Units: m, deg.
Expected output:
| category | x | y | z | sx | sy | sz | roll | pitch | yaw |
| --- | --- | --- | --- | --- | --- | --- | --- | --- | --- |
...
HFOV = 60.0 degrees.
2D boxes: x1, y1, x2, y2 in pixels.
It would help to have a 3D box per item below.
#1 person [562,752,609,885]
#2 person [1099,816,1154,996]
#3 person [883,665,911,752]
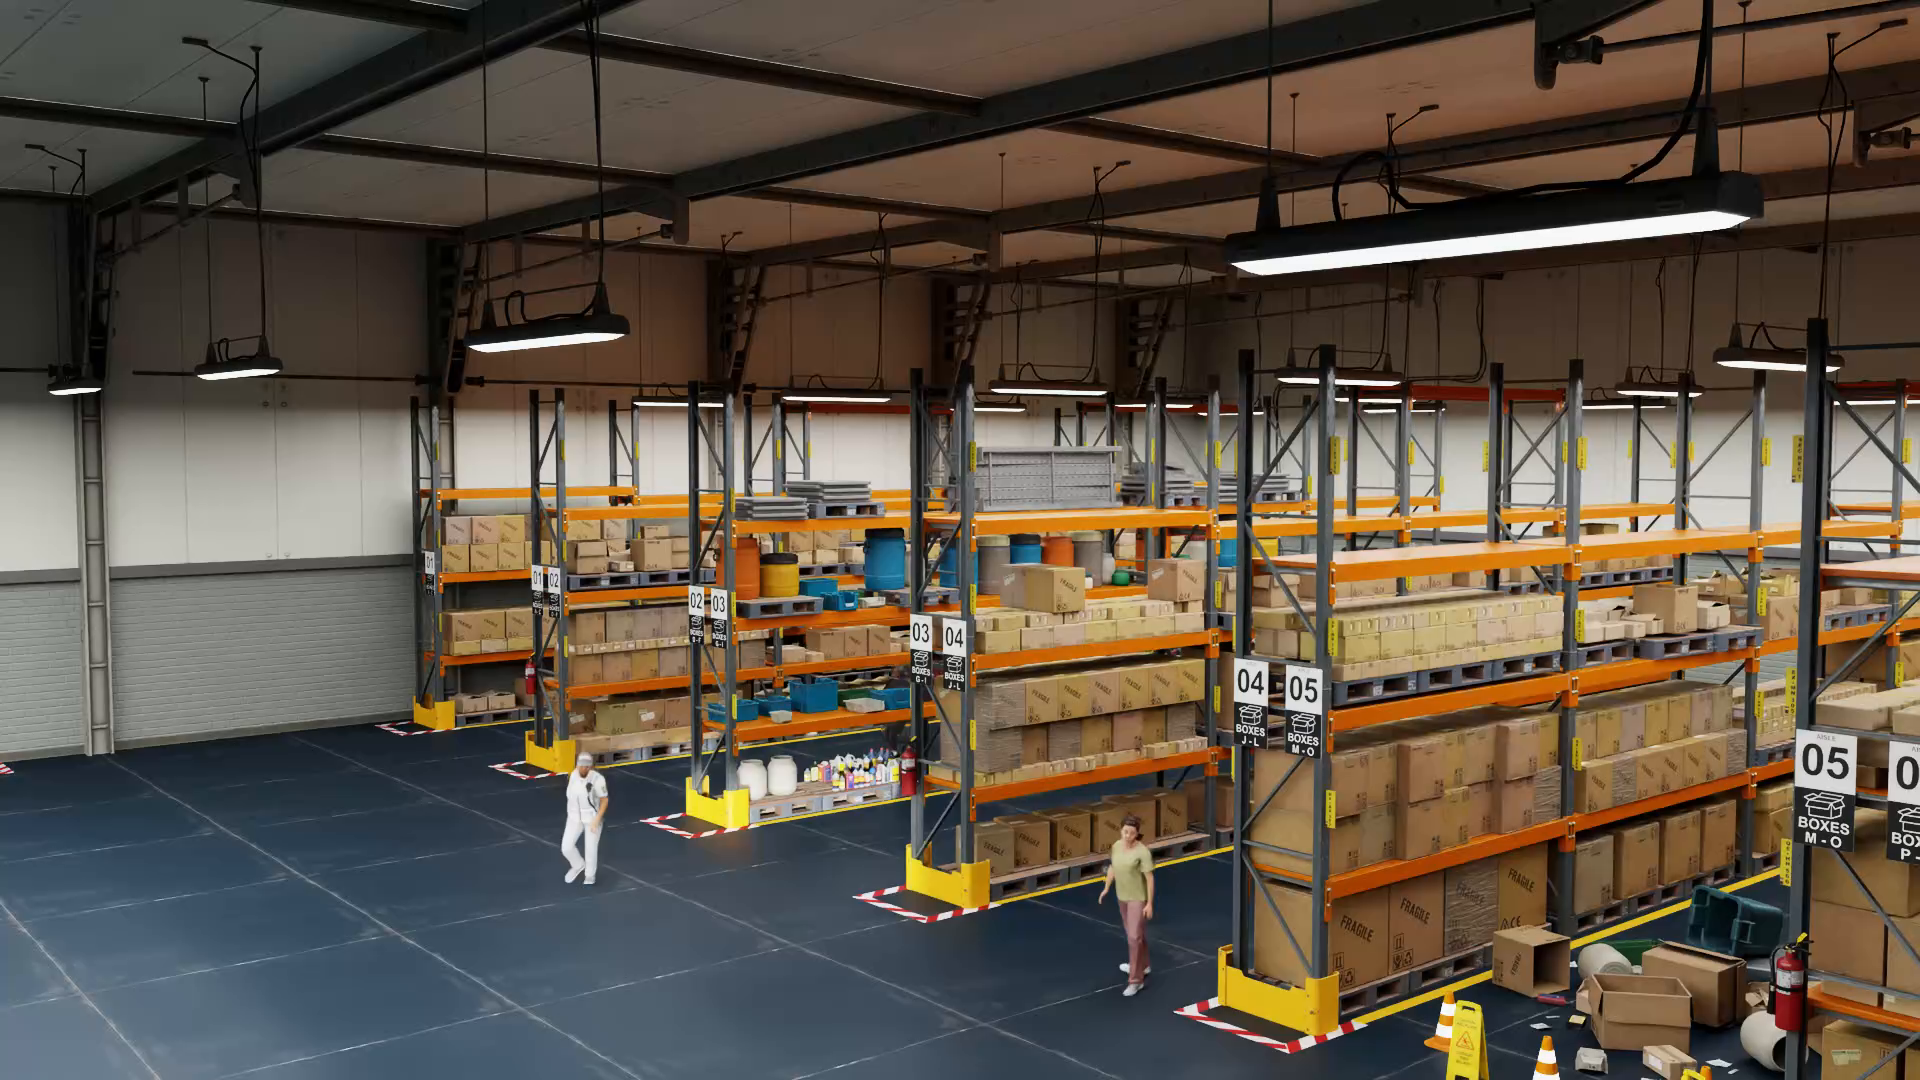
| category | x | y | z | sx | sy | sz | roll | pitch | yaw |
| --- | --- | --- | --- | --- | --- | --- | --- | --- | --- |
| person | -4.322 | 3.226 | 19.247 | 0.597 | 1.609 | 0.693 | 0 | 3 | 8 |
| person | 1.637 | 3.422 | 15.842 | 0.631 | 1.655 | 0.594 | -3 | 4 | -37 |
| person | -0.927 | 2.796 | 26.701 | 0.673 | 1.599 | 0.624 | 0 | 3 | -5 |
